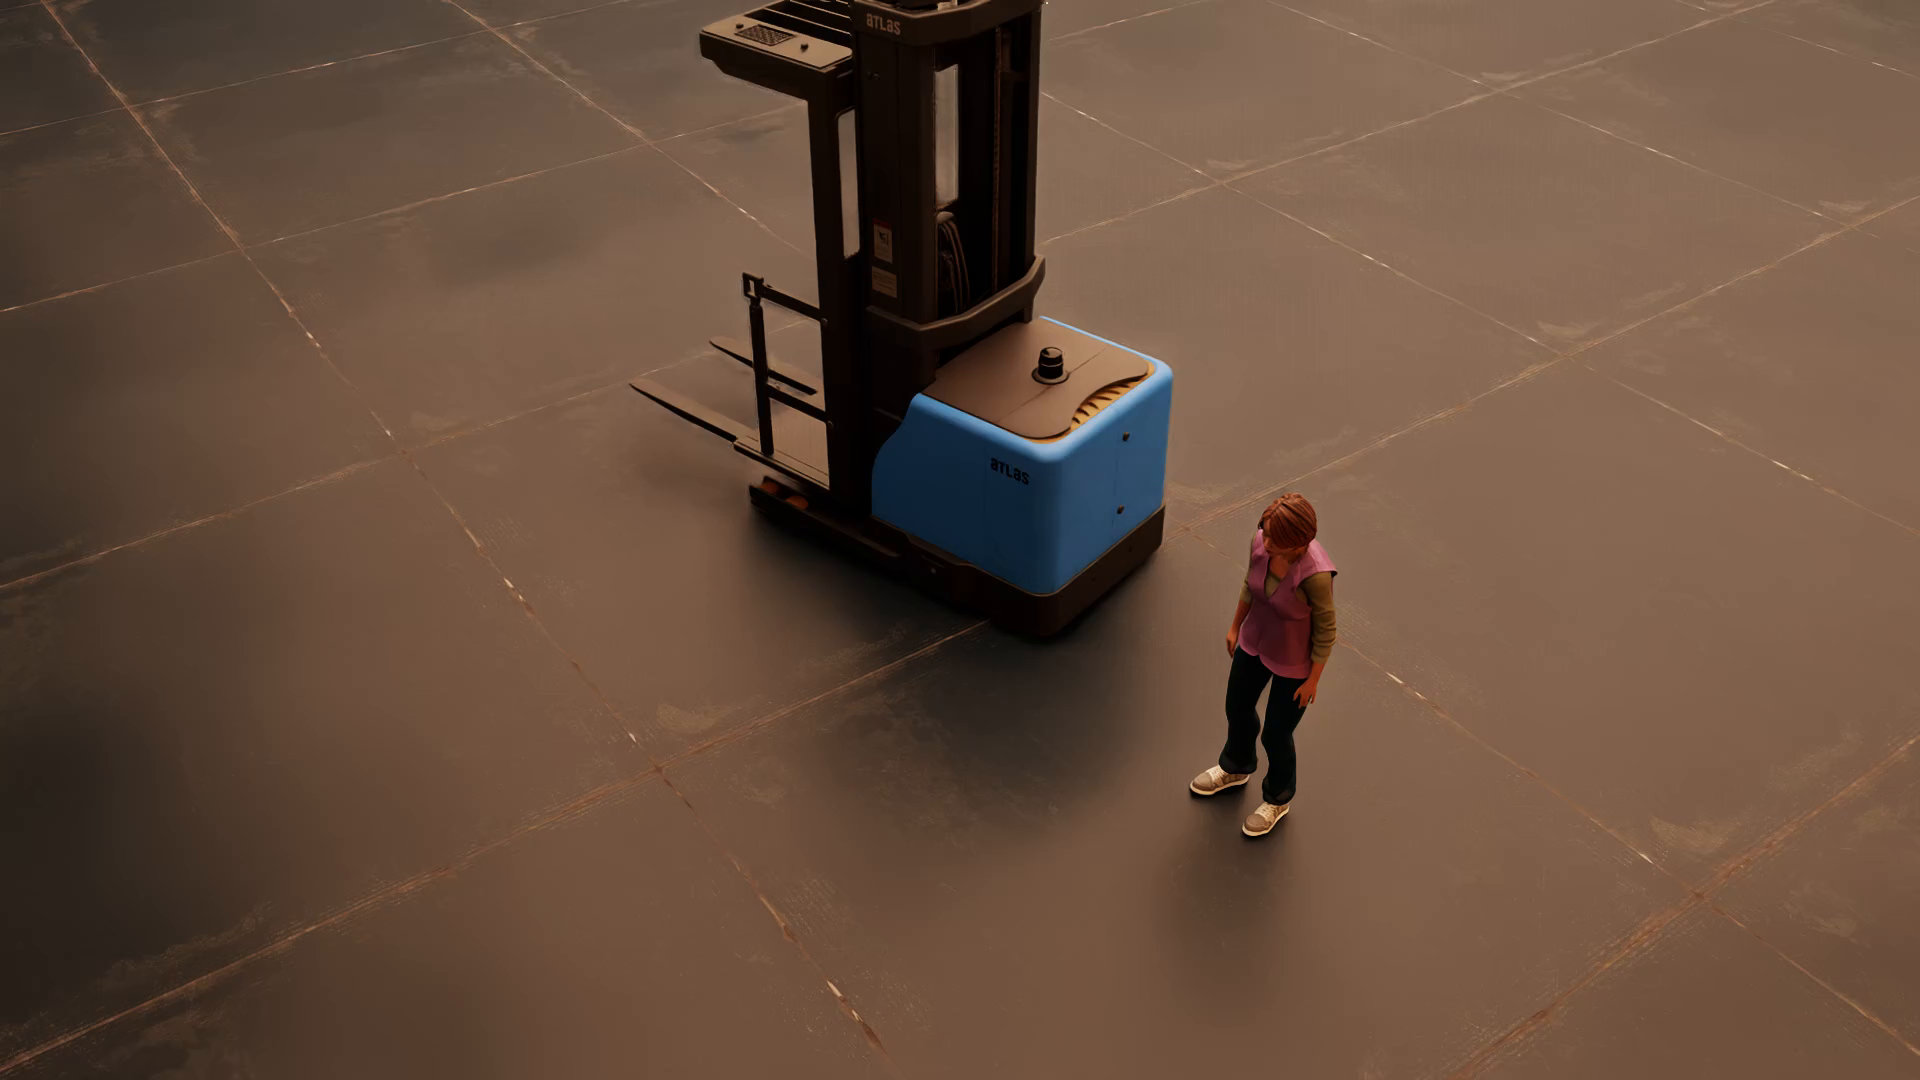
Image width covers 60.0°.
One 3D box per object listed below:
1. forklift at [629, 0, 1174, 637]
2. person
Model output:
[{"bbox_3d":[-0.453,-1.458,7.917,3.031,2.935,1.130,26,44,31],"label":"forklift"},{"bbox_3d":[1.222,0.459,6.453,0.348,1.590,0.466,-24,43,-28],"label":"person"}]
